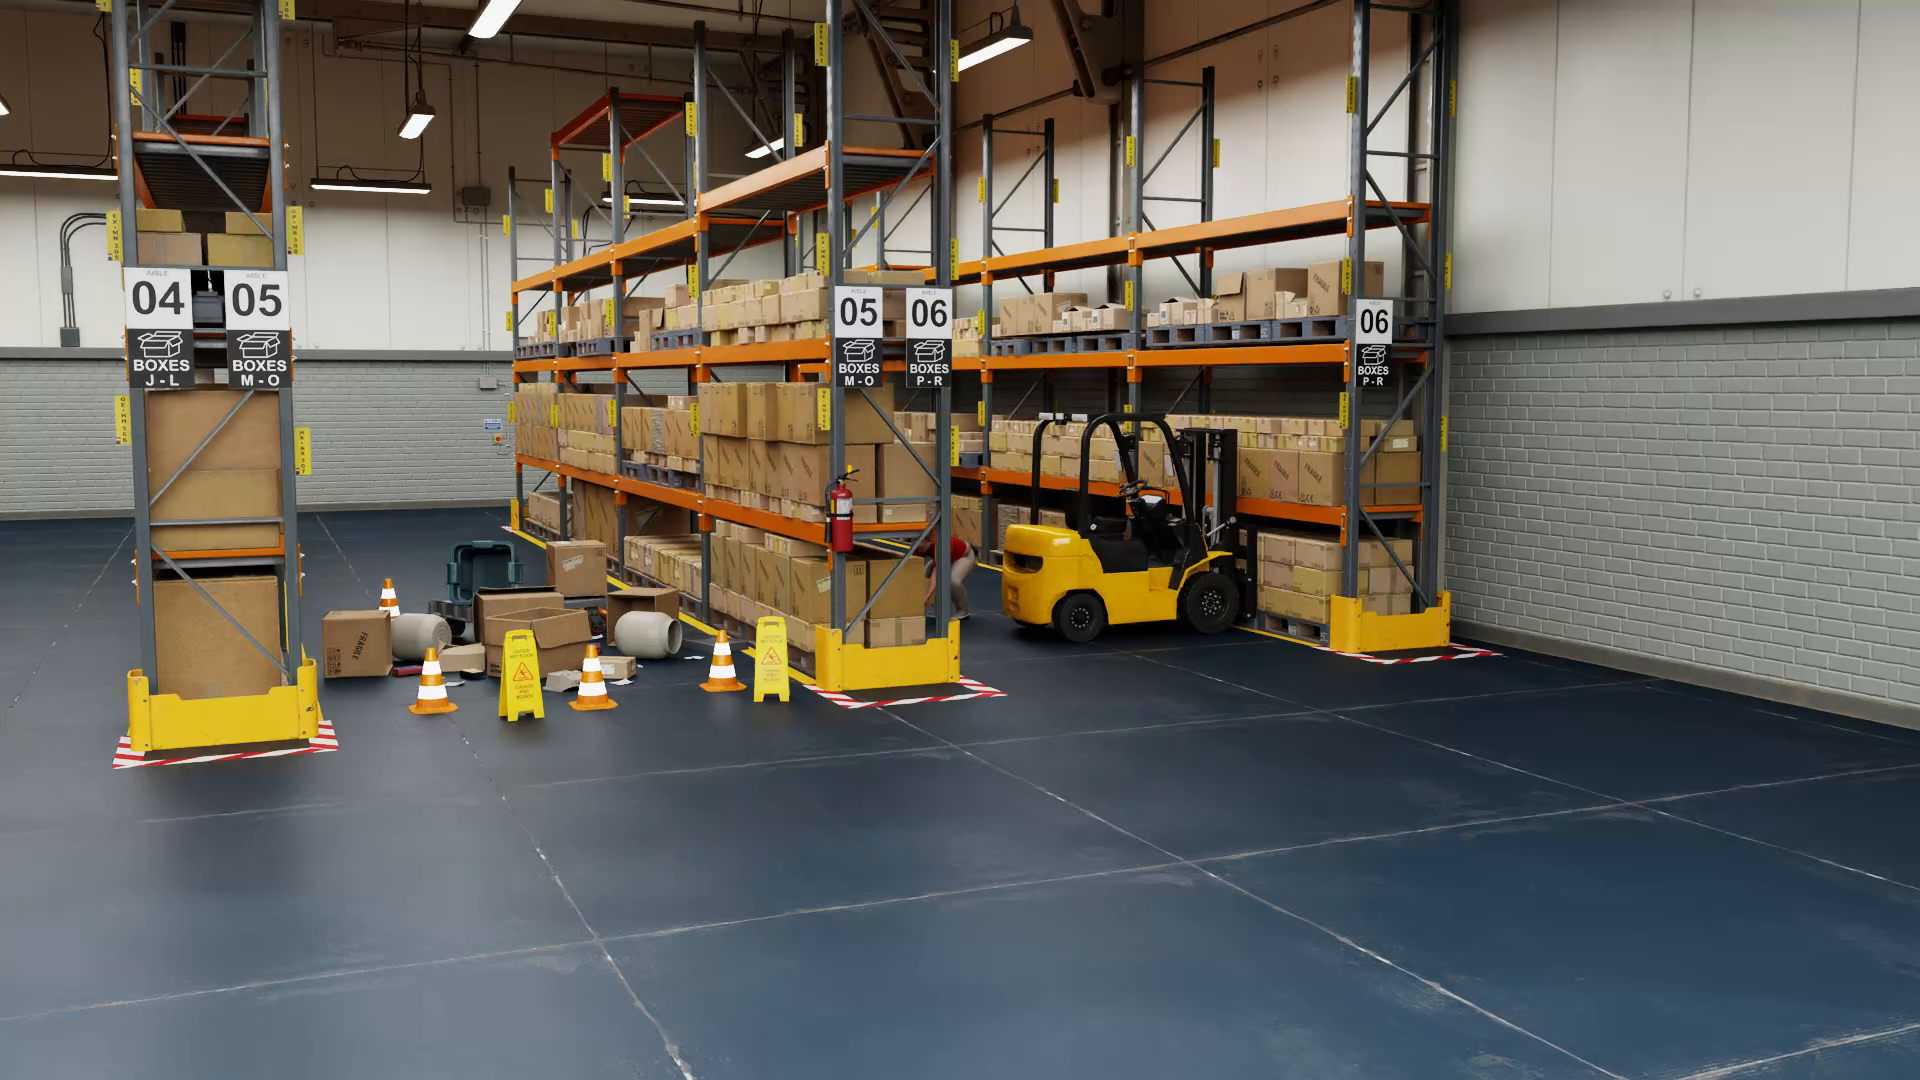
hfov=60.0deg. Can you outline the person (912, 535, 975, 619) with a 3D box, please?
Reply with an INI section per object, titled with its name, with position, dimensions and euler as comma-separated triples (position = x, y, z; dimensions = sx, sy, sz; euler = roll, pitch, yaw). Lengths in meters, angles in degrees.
[person]
position = -0.218, 0.349, 17.240
dimensions = 0.544, 0.967, 0.965
euler = 4, 7, 36
